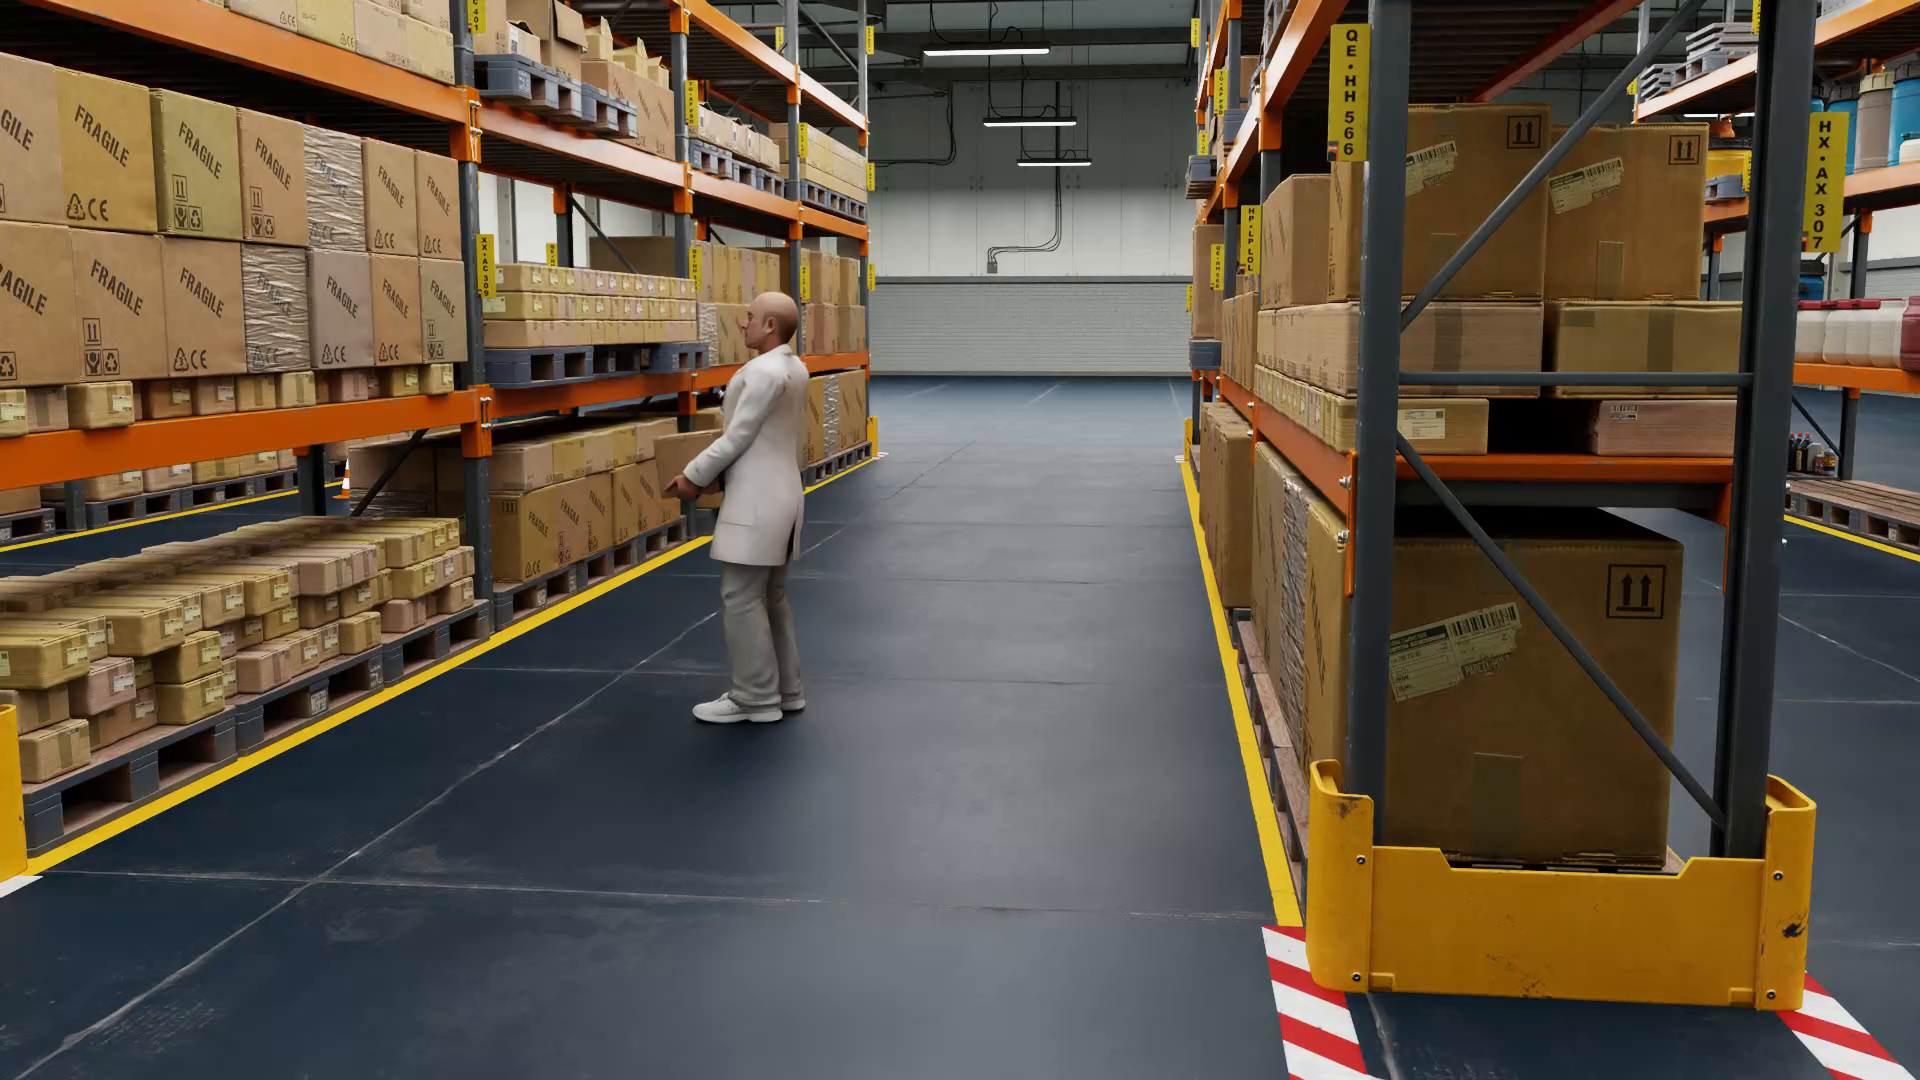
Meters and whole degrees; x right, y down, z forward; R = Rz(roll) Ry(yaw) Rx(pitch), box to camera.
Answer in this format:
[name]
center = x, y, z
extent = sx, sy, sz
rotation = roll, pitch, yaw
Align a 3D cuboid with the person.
[person]
center = -0.922, -0.136, 6.909
extent = 0.553, 1.772, 0.529
rotation = 1, 7, 7
